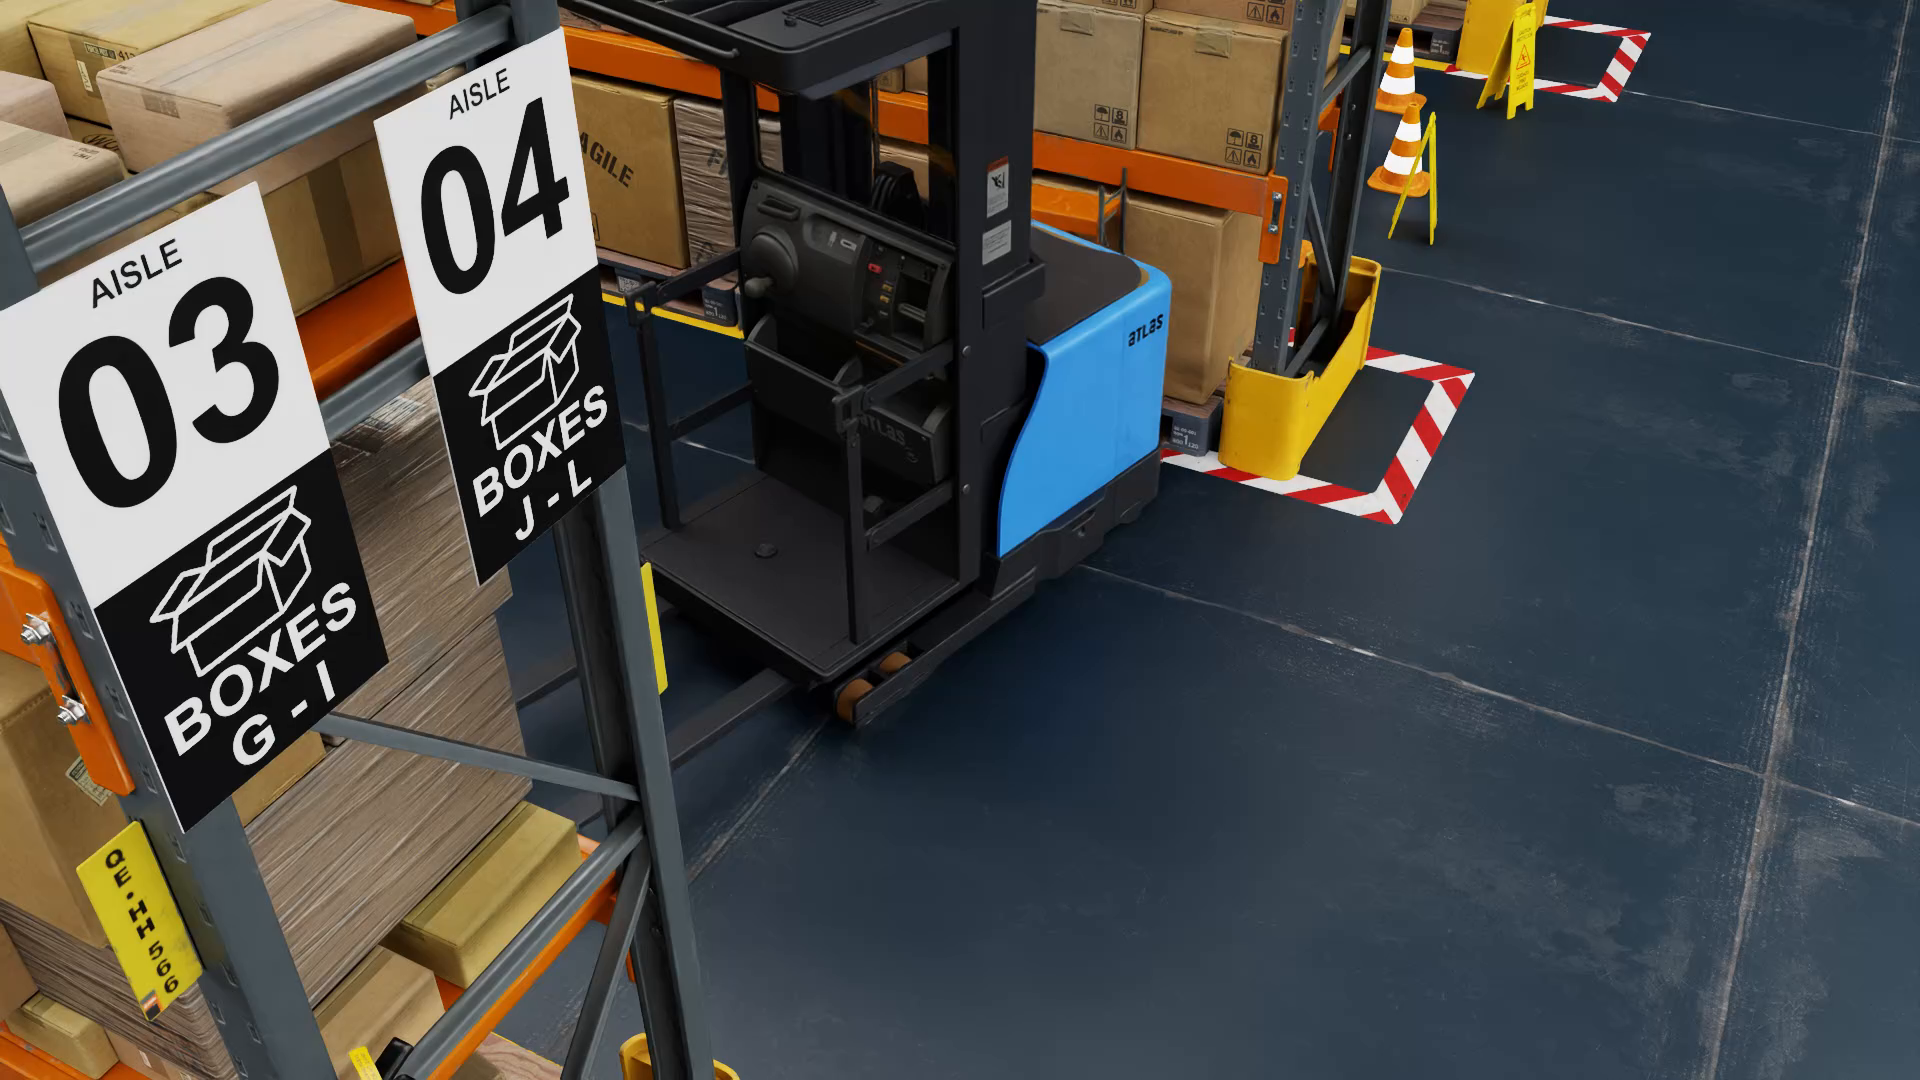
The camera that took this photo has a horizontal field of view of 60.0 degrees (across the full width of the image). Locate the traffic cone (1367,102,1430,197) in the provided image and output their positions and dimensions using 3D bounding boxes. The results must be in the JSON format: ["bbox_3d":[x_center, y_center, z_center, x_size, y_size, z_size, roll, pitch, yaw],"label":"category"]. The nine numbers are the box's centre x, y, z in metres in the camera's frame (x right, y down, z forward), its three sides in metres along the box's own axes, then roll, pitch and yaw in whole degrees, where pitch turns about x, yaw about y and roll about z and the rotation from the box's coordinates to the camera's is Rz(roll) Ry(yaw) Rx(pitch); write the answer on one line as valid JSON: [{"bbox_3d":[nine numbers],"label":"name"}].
[{"bbox_3d":[2.498,-2.212,9.281,0.334,0.463,0.336,17,41,21],"label":"traffic cone"}]

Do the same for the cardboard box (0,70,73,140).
[{"bbox_3d":[-1.443,-0.504,2.247,0.250,0.149,0.380,16,40,20],"label":"cardboard box"}]

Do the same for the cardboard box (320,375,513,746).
[{"bbox_3d":[-1.239,-0.021,3.141,0.500,0.500,0.500,17,41,21],"label":"cardboard box"}]

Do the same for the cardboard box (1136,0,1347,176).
[{"bbox_3d":[1.145,-1.939,6.699,0.550,0.550,0.875,17,41,21],"label":"cardboard box"}]

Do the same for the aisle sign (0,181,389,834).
[{"bbox_3d":[-0.959,-0.023,2.149,0.004,0.787,0.394,17,41,21],"label":"aisle sign"}]

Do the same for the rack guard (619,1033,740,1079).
[{"bbox_3d":[-0.943,1.809,3.953,0.348,0.500,1.175,17,41,21],"label":"rack guard"}]

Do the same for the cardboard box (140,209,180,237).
[{"bbox_3d":[-1.421,-0.298,2.305,0.500,0.250,0.500,18,41,23],"label":"cardboard box"}]

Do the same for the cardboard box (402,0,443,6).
[{"bbox_3d":[-2.643,-2.954,8.078,0.500,0.500,0.500,17,40,21],"label":"cardboard box"}]

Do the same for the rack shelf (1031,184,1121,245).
[{"bbox_3d":[0.400,-1.329,6.812,0.480,0.148,0.258,16,38,24],"label":"rack shelf"}]

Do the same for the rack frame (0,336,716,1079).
[{"bbox_3d":[-0.876,0.835,3.170,0.127,3.000,1.000,17,41,21],"label":"rack frame"}]

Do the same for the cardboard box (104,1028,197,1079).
[{"bbox_3d":[-1.446,0.896,3.296,0.250,0.149,0.380,17,41,21],"label":"cardboard box"}]

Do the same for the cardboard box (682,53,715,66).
[{"bbox_3d":[-0.800,-2.522,7.467,0.550,0.550,0.875,17,41,21],"label":"cardboard box"}]

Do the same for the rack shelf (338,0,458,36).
[{"bbox_3d":[-3.833,-3.182,9.056,4.000,0.370,1.077,17,41,21],"label":"rack shelf"}]

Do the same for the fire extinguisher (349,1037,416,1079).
[{"bbox_3d":[-0.986,1.145,2.825,0.183,0.674,0.296,17,41,21],"label":"fire extinguisher"}]

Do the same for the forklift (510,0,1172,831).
[{"bbox_3d":[-0.537,-0.857,5.455,1.130,2.935,3.031,29,46,32],"label":"forklift"}]

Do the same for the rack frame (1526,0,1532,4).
[{"bbox_3d":[3.682,-4.486,10.179,0.127,3.000,1.000,17,41,21],"label":"rack frame"}]

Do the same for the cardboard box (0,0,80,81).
[{"bbox_3d":[-1.481,-0.788,2.621,0.250,0.149,0.380,17,40,21],"label":"cardboard box"}]

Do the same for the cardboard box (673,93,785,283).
[{"bbox_3d":[-0.729,-1.772,8.014,0.875,0.875,0.875,18,41,22],"label":"cardboard box"}]

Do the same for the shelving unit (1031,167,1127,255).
[{"bbox_3d":[0.409,-1.003,7.032,0.503,1.200,0.258,16,38,24],"label":"shelving unit"}]

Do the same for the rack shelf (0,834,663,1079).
[{"bbox_3d":[-2.652,0.565,4.120,4.000,0.370,1.077,17,41,21],"label":"rack shelf"}]

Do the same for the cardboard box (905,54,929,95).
[{"bbox_3d":[0.207,-2.303,7.179,0.550,0.550,0.875,17,41,21],"label":"cardboard box"}]

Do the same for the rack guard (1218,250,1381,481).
[{"bbox_3d":[1.516,-0.798,7.388,0.348,0.500,1.175,17,41,21],"label":"rack guard"}]

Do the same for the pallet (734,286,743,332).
[{"bbox_3d":[-0.330,-1.210,8.169,1.213,0.211,1.003,17,41,21],"label":"pallet"}]

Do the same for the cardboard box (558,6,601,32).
[{"bbox_3d":[-1.724,-2.876,7.934,0.550,0.550,0.875,17,41,21],"label":"cardboard box"}]

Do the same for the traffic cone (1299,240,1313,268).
[{"bbox_3d":[1.676,-1.700,8.607,0.334,0.463,0.336,17,41,21],"label":"traffic cone"}]

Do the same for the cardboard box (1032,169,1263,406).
[{"bbox_3d":[0.862,-1.274,7.358,0.875,0.875,0.875,18,41,22],"label":"cardboard box"}]

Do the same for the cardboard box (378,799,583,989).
[{"bbox_3d":[-1.019,0.727,3.519,0.250,0.149,0.380,17,41,21],"label":"cardboard box"}]

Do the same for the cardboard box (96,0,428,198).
[{"bbox_3d":[-1.014,-0.660,2.452,0.250,0.149,0.380,17,40,21],"label":"cardboard box"}]

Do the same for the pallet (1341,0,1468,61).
[{"bbox_3d":[2.909,-3.641,11.372,1.213,0.211,1.003,17,41,21],"label":"pallet"}]

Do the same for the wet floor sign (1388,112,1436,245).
[{"bbox_3d":[2.431,-1.918,8.742,0.232,0.644,0.267,11,38,14],"label":"wet floor sign"}]

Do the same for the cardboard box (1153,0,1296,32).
[{"bbox_3d":[1.183,-2.414,6.432,0.550,0.550,0.875,17,41,21],"label":"cardboard box"}]

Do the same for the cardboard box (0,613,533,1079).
[{"bbox_3d":[-1.352,0.509,3.270,0.500,0.500,0.875,17,41,21],"label":"cardboard box"}]
